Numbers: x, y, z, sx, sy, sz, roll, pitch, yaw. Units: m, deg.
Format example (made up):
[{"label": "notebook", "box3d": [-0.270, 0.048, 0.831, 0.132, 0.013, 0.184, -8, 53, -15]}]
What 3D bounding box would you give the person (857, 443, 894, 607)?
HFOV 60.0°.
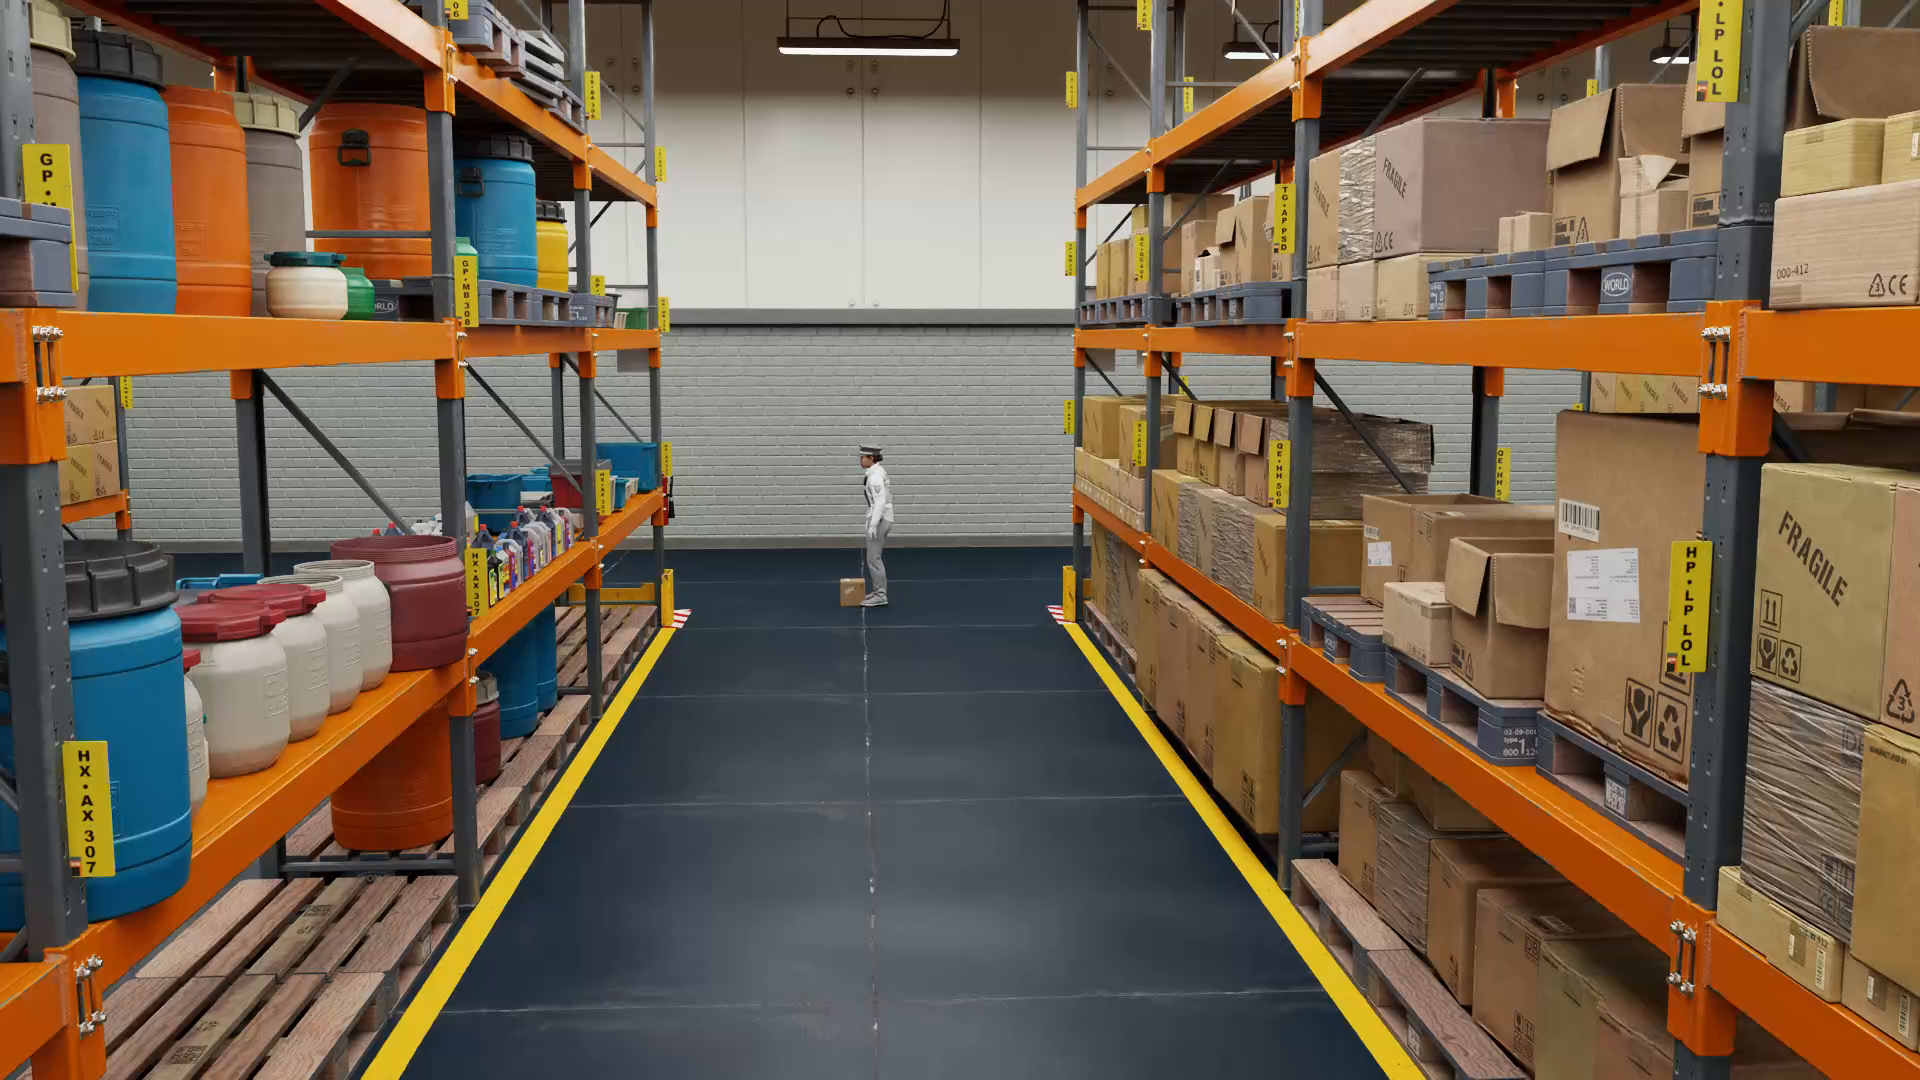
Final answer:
[{"label": "person", "box3d": [-0.868, -0.164, 17.069, 0.373, 1.665, 0.542, -1, 7, -6]}]
